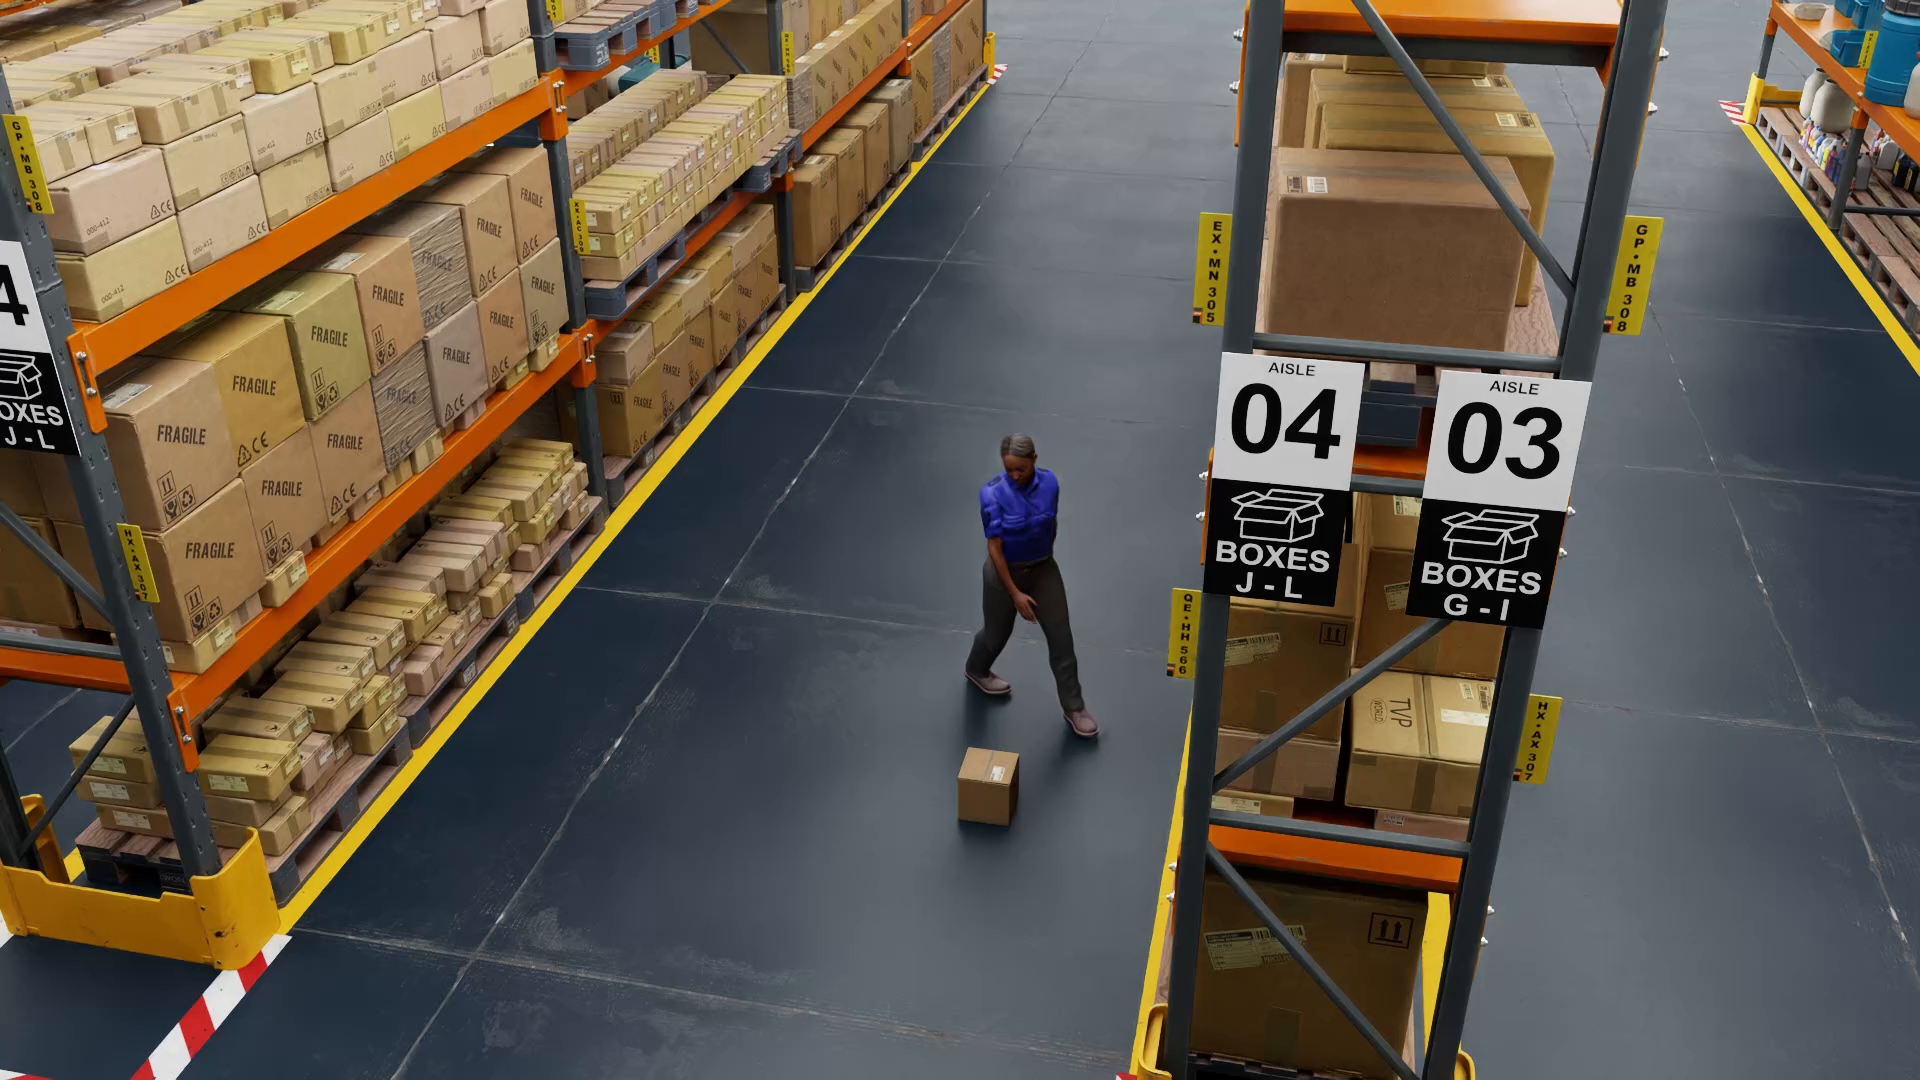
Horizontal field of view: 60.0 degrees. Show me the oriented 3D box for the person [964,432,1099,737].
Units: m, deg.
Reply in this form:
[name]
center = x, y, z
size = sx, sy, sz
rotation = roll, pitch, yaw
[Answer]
[person]
center = 0.347, 0.183, 8.305
size = 0.512, 1.600, 0.798
rotation = -11, 31, -19
